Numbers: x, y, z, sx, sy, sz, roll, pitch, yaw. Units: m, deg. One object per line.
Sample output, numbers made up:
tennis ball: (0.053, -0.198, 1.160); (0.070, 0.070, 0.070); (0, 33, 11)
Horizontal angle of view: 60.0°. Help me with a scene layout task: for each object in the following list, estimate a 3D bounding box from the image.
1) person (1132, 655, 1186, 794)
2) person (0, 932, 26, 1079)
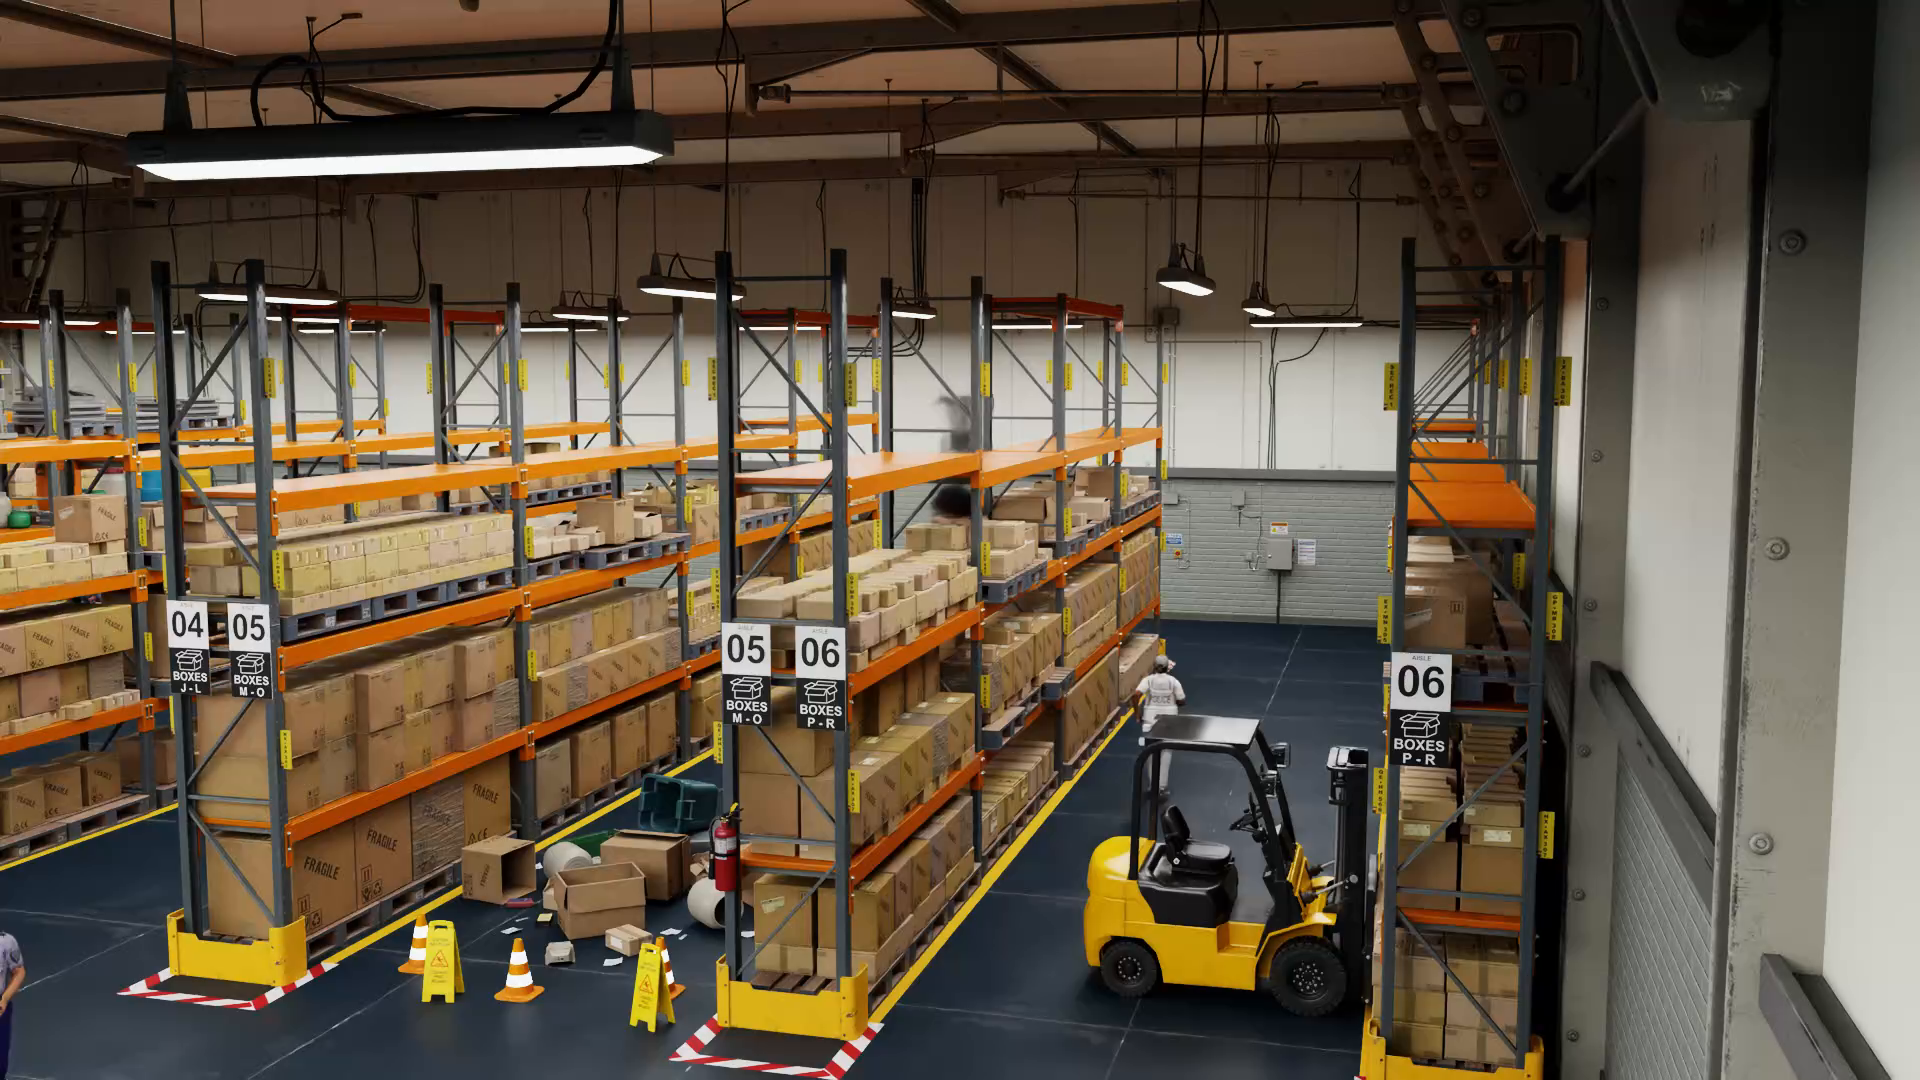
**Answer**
person: (2.392, 2.250, 19.943); (0.616, 1.743, 0.751); (2, 6, 15)
person: (-6.551, 3.192, 11.095); (0.590, 1.597, 0.660); (-5, 8, -38)
